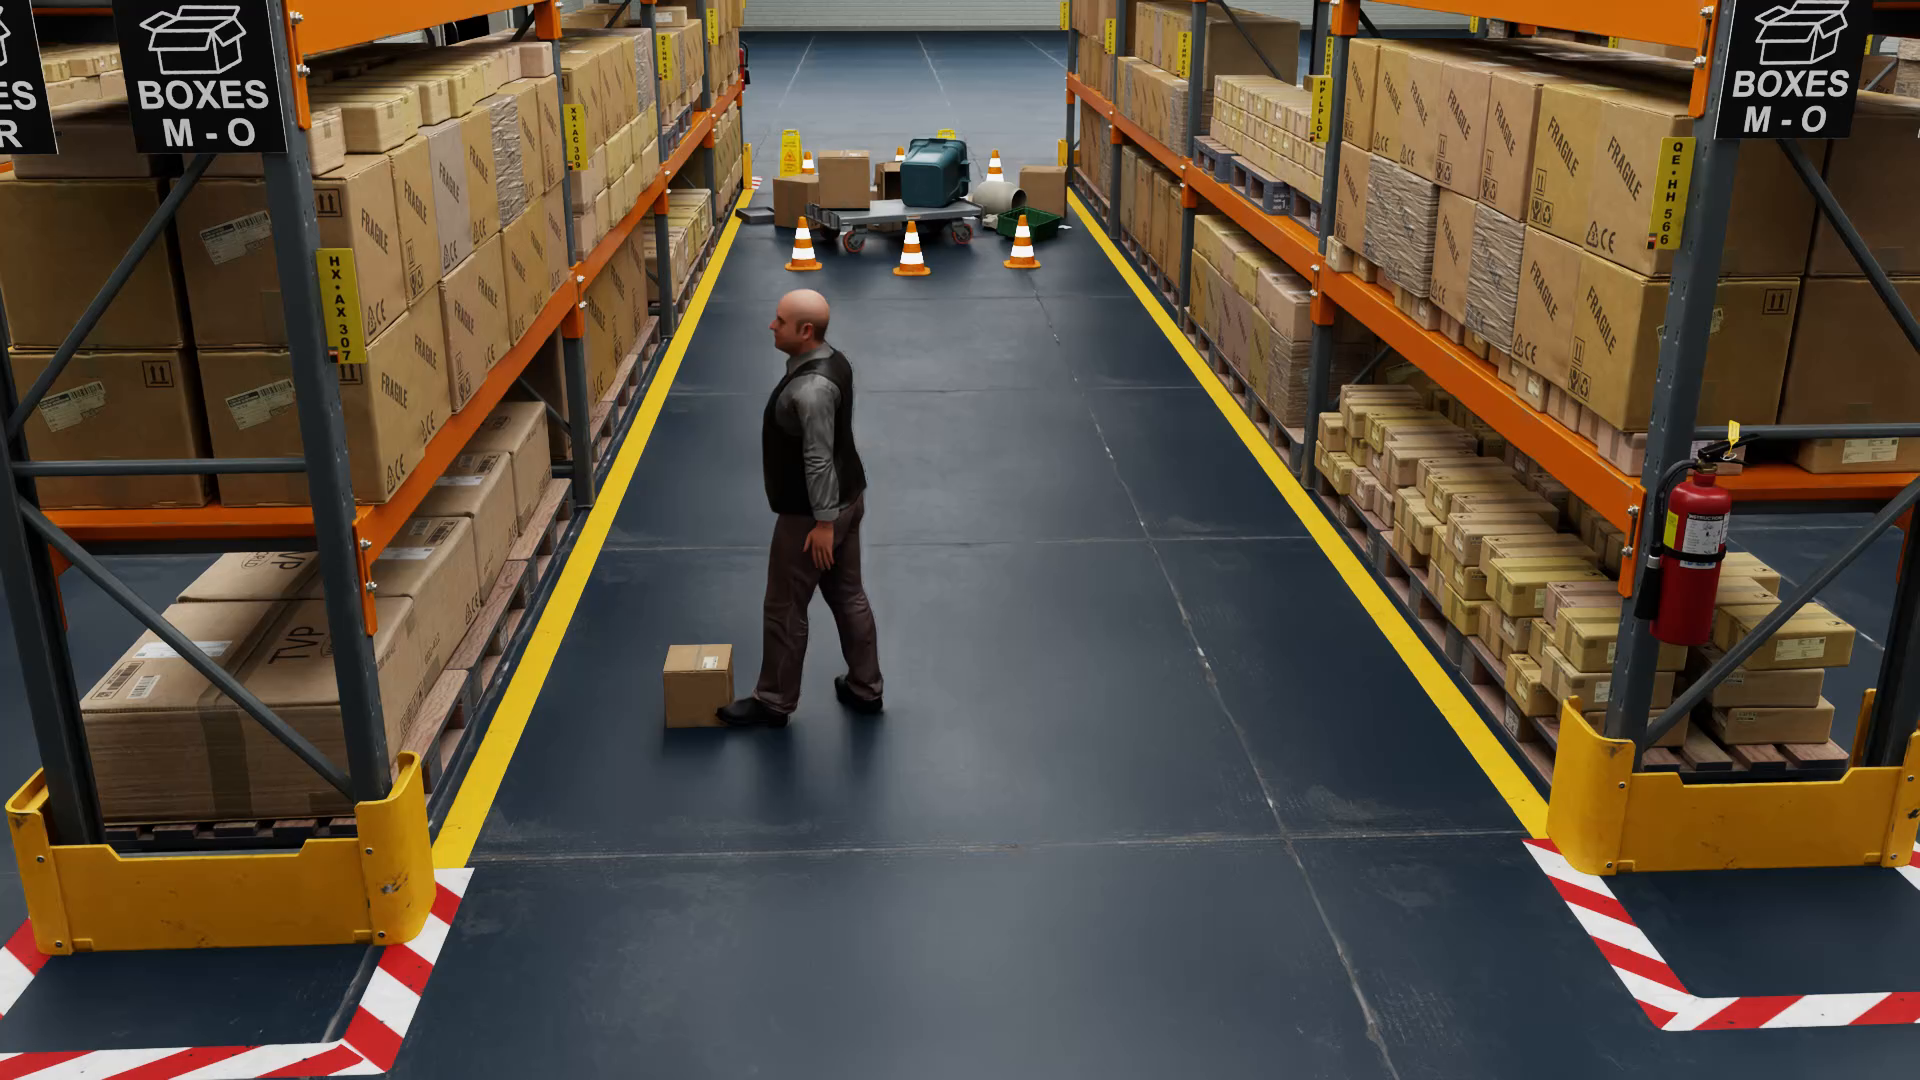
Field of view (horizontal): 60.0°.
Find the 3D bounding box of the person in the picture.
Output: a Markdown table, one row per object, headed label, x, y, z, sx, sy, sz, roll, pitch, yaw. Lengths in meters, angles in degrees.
| label | x | y | z | sx | sy | sz | roll | pitch | yaw |
| --- | --- | --- | --- | --- | --- | --- | --- | --- | --- |
| person | -0.619 | -0.127 | 6.447 | 0.636 | 1.716 | 0.552 | 5 | 21 | 12 |
